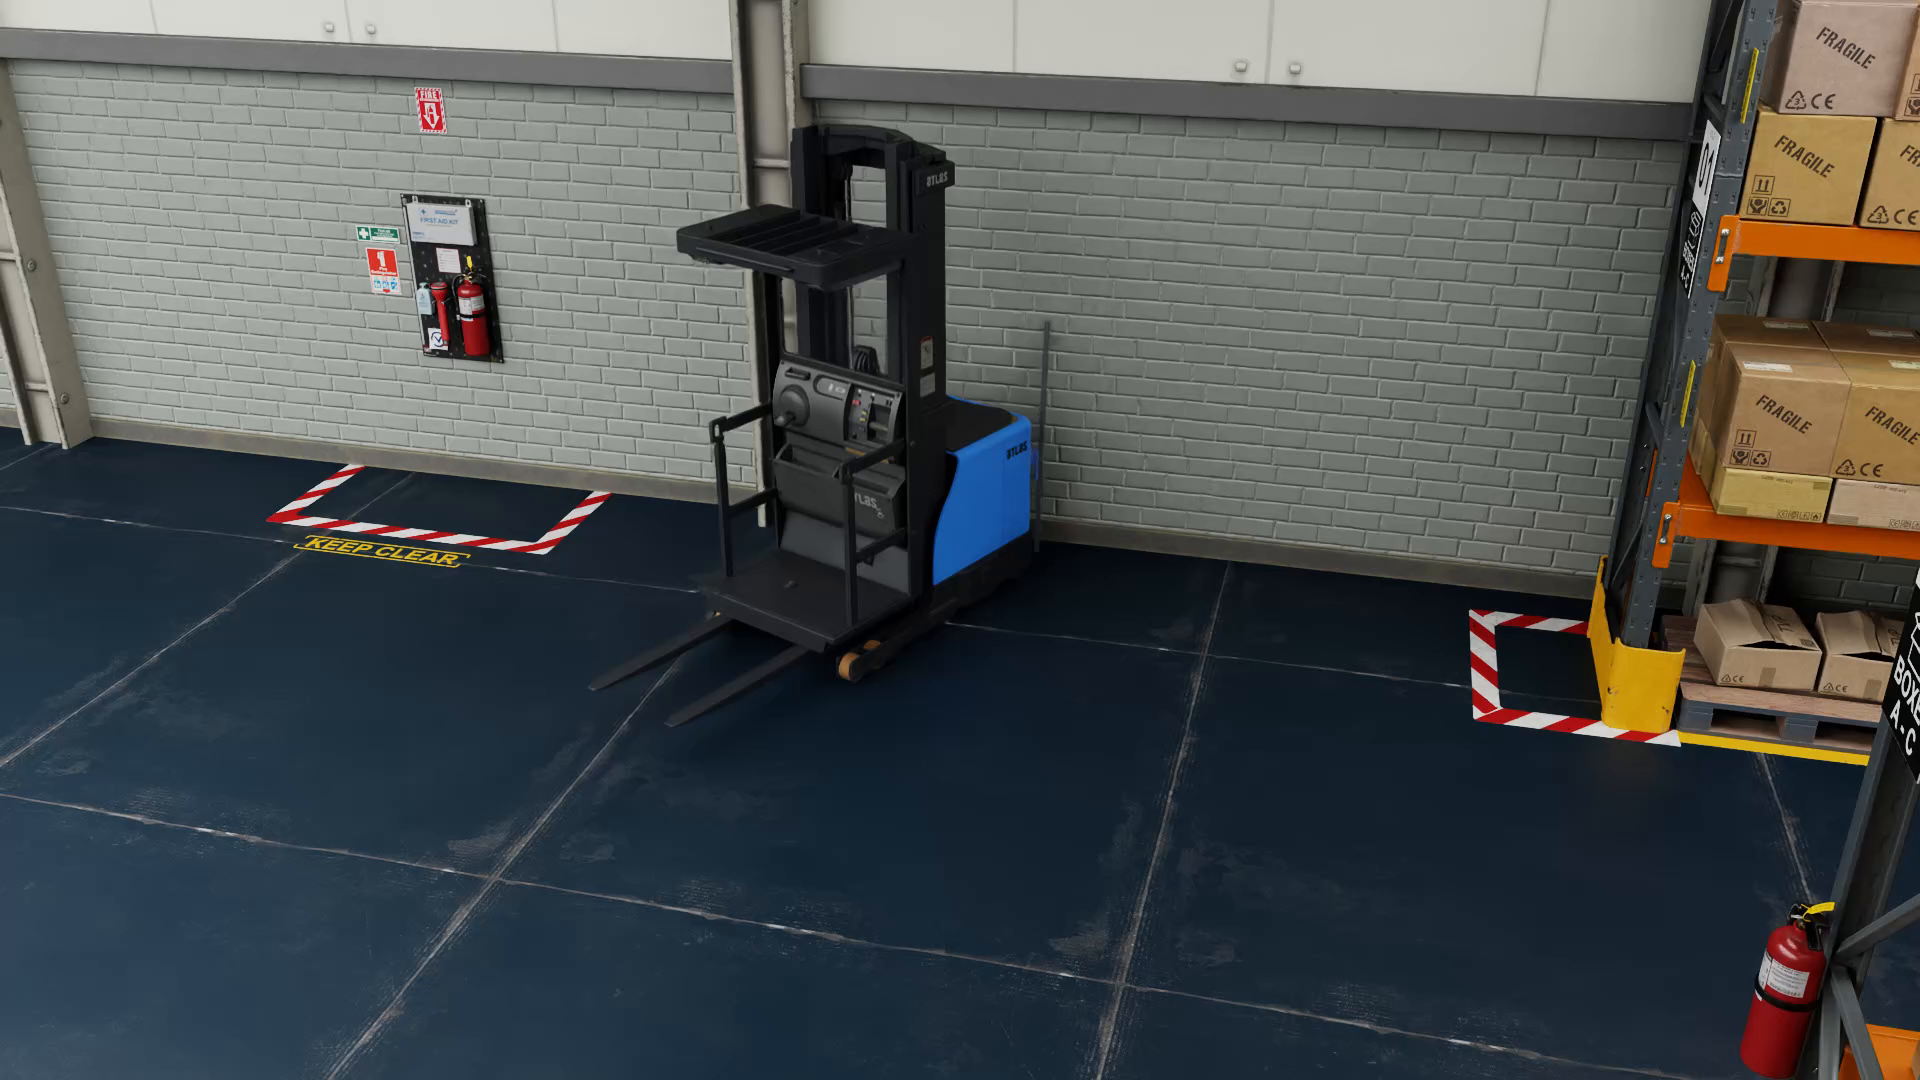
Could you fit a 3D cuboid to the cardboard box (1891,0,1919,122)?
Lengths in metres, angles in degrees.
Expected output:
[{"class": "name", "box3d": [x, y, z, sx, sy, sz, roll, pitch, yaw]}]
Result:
[{"class": "cardboard box", "box3d": [4.545, -2.207, 7.604, 0.500, 0.500, 0.500, 6, 26, 12]}]

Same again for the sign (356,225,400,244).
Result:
[{"class": "sign", "box3d": [-4.050, -2.125, 11.567, 0.331, 0.109, 0.001, 6, 26, 13]}]

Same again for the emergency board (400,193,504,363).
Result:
[{"class": "emergency board", "box3d": [-3.542, -1.772, 11.483, 0.643, 1.169, 0.194, 6, 26, 13]}]

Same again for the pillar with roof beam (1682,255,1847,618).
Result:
[{"class": "pillar with roof beam", "box3d": [3.580, -1.766, 4.490, 0.400, 9.000, 9.100, 6, 26, 13]}]

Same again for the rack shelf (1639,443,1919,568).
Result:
[{"class": "rack shelf", "box3d": [5.696, -0.025, 8.650, 4.000, 0.370, 1.077, 6, 26, 13]}]

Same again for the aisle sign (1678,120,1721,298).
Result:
[{"class": "aisle sign", "box3d": [3.615, -1.621, 8.141, 0.004, 0.787, 0.394, 6, 26, 13]}]

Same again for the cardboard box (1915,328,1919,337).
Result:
[{"class": "cardboard box", "box3d": [5.256, -0.771, 8.658, 0.500, 0.500, 0.500, 6, 26, 12]}]

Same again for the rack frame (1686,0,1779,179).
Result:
[{"class": "rack frame", "box3d": [3.759, -3.273, 7.656, 0.127, 3.000, 1.000, 6, 26, 13]}]

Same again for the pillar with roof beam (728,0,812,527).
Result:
[{"class": "pillar with roof beam", "box3d": [-2.230, -2.408, 5.840, 0.400, 9.000, 9.100, 6, 26, 13]}]

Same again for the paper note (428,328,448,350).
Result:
[{"class": "paper note", "box3d": [-3.696, -1.422, 11.772, 0.142, 0.148, 0.016, 6, 26, 13]}]

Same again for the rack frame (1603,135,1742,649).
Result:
[{"class": "rack frame", "box3d": [3.759, -0.564, 8.946, 0.127, 3.000, 1.000, 6, 26, 13]}]

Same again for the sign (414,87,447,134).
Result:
[{"class": "sign", "box3d": [-3.525, -2.861, 11.073, 0.199, 0.298, 0.001, 6, 26, 13]}]

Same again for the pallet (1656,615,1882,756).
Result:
[{"class": "pallet", "box3d": [4.611, 0.805, 9.314, 1.213, 0.211, 1.003, 6, 26, 13]}]

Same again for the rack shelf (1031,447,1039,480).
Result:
[{"class": "rack shelf", "box3d": [0.044, -0.555, 11.043, 1.000, 0.185, 0.538, 4, 11, 7]}]

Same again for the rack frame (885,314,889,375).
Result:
[{"class": "rack frame", "box3d": [-0.453, -0.762, 11.068, 0.032, 1.500, 0.500, 4, 11, 7]}]

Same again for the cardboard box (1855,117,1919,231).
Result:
[{"class": "cardboard box", "box3d": [4.532, -1.760, 7.829, 0.500, 0.500, 0.500, 8, 27, 16]}]

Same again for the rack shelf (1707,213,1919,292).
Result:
[{"class": "rack shelf", "box3d": [5.696, -1.380, 8.006, 4.000, 0.370, 1.077, 6, 26, 13]}]

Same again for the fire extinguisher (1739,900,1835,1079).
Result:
[{"class": "fire extinguisher", "box3d": [2.530, 1.327, 5.062, 0.183, 0.674, 0.296, 6, 26, 13]}]

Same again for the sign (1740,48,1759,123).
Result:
[{"class": "sign", "box3d": [3.624, -2.087, 7.638, 0.005, 0.325, 0.100, 6, 26, 13]}]

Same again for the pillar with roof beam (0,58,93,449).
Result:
[{"class": "pillar with roof beam", "box3d": [-8.041, -3.051, 7.189, 0.400, 9.000, 9.100, 6, 26, 13]}]

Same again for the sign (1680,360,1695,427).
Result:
[{"class": "sign", "box3d": [3.624, -0.729, 8.285, 0.005, 0.325, 0.100, 6, 26, 13]}]

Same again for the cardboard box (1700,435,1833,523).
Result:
[{"class": "cardboard box", "box3d": [4.153, -0.321, 8.586, 0.500, 0.250, 0.500, 6, 26, 11]}]

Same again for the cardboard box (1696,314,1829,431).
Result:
[{"class": "cardboard box", "box3d": [4.269, -0.882, 8.892, 0.500, 0.500, 0.500, 6, 26, 12]}]

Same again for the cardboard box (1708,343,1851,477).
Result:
[{"class": "cardboard box", "box3d": [4.147, -0.668, 8.442, 0.500, 0.500, 0.500, 6, 26, 13]}]

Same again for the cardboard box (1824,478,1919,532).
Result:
[{"class": "cardboard box", "box3d": [4.659, -0.271, 8.482, 0.500, 0.250, 0.500, 5, 26, 11]}]

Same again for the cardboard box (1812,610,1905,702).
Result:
[{"class": "cardboard box", "box3d": [4.959, 0.624, 9.066, 0.500, 0.311, 0.500, 9, 27, 17]}]

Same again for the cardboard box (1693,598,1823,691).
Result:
[{"class": "cardboard box", "box3d": [4.407, 0.563, 9.195, 0.500, 0.311, 0.500, 3, 26, 7]}]

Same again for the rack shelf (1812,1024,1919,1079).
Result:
[{"class": "rack shelf", "box3d": [4.466, 2.037, 4.318, 4.000, 0.370, 1.077, 6, 26, 13]}]

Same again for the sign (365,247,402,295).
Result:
[{"class": "sign", "box3d": [-4.052, -1.890, 11.690, 0.234, 0.329, 0.001, 6, 26, 13]}]

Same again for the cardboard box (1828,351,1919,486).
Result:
[{"class": "cardboard box", "box3d": [4.623, -0.611, 8.322, 0.500, 0.500, 0.500, 6, 26, 13]}]

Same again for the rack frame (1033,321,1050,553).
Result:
[{"class": "rack frame", "box3d": [0.555, -0.700, 10.949, 0.032, 1.500, 0.500, 4, 11, 7]}]

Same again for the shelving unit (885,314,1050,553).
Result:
[{"class": "shelving unit", "box3d": [0.051, -0.731, 11.008, 1.048, 1.500, 0.538, 4, 11, 7]}]

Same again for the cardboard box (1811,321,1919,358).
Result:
[{"class": "cardboard box", "box3d": [4.754, -0.824, 8.770, 0.500, 0.500, 0.500, 7, 26, 14]}]

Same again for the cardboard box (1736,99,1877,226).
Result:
[{"class": "cardboard box", "box3d": [4.021, -1.833, 7.981, 0.500, 0.500, 0.500, 7, 26, 14]}]

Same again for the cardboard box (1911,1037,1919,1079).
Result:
[{"class": "cardboard box", "box3d": [2.978, 1.509, 4.475, 0.500, 0.500, 0.700, 6, 26, 13]}]

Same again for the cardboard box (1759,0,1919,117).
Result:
[{"class": "cardboard box", "box3d": [4.072, -2.282, 7.761, 0.500, 0.500, 0.500, 4, 26, 9]}]

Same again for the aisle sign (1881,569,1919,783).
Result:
[{"class": "aisle sign", "box3d": [2.539, 0.195, 4.326, 0.004, 0.787, 0.394, 6, 26, 13]}]

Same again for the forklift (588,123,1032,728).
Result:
[{"class": "forklift", "box3d": [-0.838, -0.748, 9.412, 1.130, 2.935, 3.031, 18, 31, 34]}]

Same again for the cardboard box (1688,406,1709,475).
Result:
[{"class": "cardboard box", "box3d": [4.260, -0.536, 9.038, 0.500, 0.250, 0.500, 7, 26, 14]}]

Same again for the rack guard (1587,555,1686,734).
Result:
[{"class": "rack guard", "box3d": [3.833, 0.573, 9.466, 0.348, 0.500, 1.175, 6, 26, 13]}]
